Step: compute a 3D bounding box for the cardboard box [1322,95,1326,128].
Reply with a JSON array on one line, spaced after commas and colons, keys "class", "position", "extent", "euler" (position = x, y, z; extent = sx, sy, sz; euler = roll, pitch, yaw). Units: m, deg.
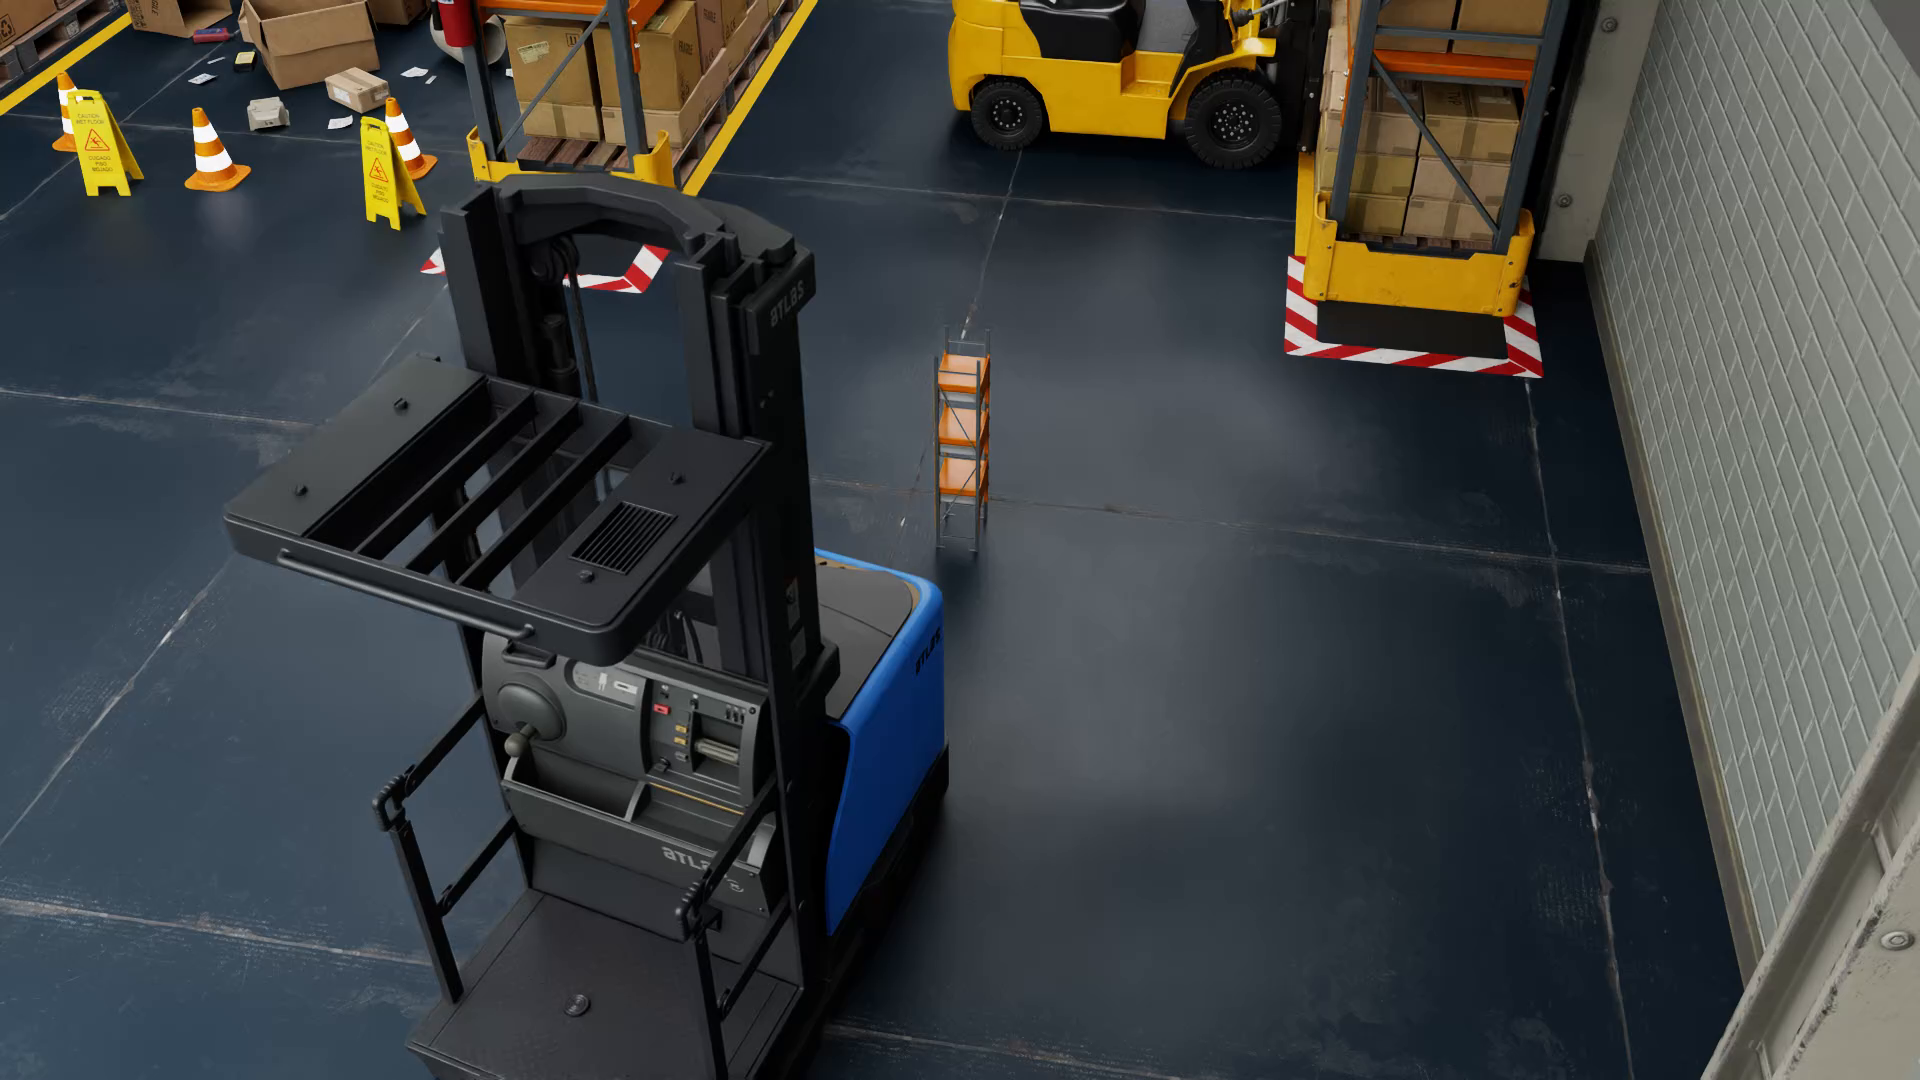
[{"class": "cardboard box", "position": [2.422, -2.526, 9.888], "extent": [0.500, 0.250, 0.500], "euler": [6, 40, 7]}]

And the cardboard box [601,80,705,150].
[{"class": "cardboard box", "position": [-1.929, -2.701, 10.491], "extent": [0.500, 0.250, 0.500], "euler": [6, 40, 7]}]

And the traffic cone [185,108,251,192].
[{"class": "traffic cone", "position": [-4.689, -2.466, 10.370], "extent": [0.336, 0.463, 0.334], "euler": [6, 40, 8]}]

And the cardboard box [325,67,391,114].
[{"class": "cardboard box", "position": [-4.104, -3.069, 11.346], "extent": [0.380, 0.149, 0.250], "euler": [28, 47, 30]}]

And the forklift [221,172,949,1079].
[{"class": "forklift", "position": [-1.083, 0.594, 4.731], "extent": [1.130, 2.935, 3.031], "euler": [15, 42, 17]}]

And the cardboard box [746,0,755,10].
[{"class": "cardboard box", "position": [-1.661, -3.984, 11.454], "extent": [0.500, 0.500, 0.500], "euler": [8, 40, 10]}]

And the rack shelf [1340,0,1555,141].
[{"class": "rack shelf", "position": [2.894, -3.556, 10.262], "extent": [1.077, 0.370, 4.000], "euler": [6, 40, 8]}]

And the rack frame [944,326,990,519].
[{"class": "rack frame", "position": [0.030, -0.515, 7.549], "extent": [0.200, 1.050, 0.008], "euler": [6, 40, 8]}]

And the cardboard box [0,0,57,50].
[{"class": "cardboard box", "position": [-7.032, -3.934, 11.492], "extent": [0.875, 0.875, 0.875], "euler": [6, 40, 7]}]

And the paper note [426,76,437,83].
[{"class": "paper note", "position": [-3.702, -3.223, 11.640], "extent": [0.032, 0.001, 0.123], "euler": [6, 40, 8]}]

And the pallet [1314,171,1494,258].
[{"class": "pallet", "position": [2.639, -1.988, 9.989], "extent": [1.003, 0.211, 1.213], "euler": [6, 40, 8]}]

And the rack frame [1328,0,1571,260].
[{"class": "rack frame", "position": [2.548, -2.578, 8.514], "extent": [1.000, 3.000, 0.127], "euler": [6, 40, 8]}]

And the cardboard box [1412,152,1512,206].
[{"class": "cardboard box", "position": [2.834, -2.145, 9.426], "extent": [0.500, 0.250, 0.500], "euler": [7, 40, 8]}]

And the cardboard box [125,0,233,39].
[{"class": "cardboard box", "position": [-5.800, -4.066, 12.274], "extent": [0.500, 0.500, 0.500], "euler": [13, 41, 15]}]

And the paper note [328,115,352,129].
[{"class": "paper note", "position": [-4.138, -2.792, 11.102], "extent": [0.148, 0.019, 0.142], "euler": [-6, 40, -8]}]

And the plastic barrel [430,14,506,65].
[{"class": "plastic barrel", "position": [-3.475, -3.593, 11.764], "extent": [0.421, 0.421, 0.512], "euler": [-28, 47, -30]}]

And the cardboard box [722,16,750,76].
[{"class": "cardboard box", "position": [-1.752, -3.364, 11.293], "extent": [0.500, 0.250, 0.500], "euler": [9, 40, 11]}]

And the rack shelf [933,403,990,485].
[{"class": "rack shelf", "position": [0.009, -0.430, 7.463], "extent": [0.215, 0.259, 0.240], "euler": [6, 40, 8]}]

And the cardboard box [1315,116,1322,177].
[{"class": "cardboard box", "position": [2.414, -2.321, 10.032], "extent": [0.500, 0.250, 0.500], "euler": [6, 40, 8]}]

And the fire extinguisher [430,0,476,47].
[{"class": "fire extinguisher", "position": [-2.815, -3.072, 9.173], "extent": [0.296, 0.674, 0.183], "euler": [6, 40, 8]}]

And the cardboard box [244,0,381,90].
[{"class": "cardboard box", "position": [-4.531, -3.542, 11.640], "extent": [0.797, 0.503, 0.637], "euler": [-20, 44, -23]}]

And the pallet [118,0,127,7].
[{"class": "pallet", "position": [-6.751, -4.572, 13.115], "extent": [1.003, 0.211, 1.213], "euler": [6, 40, 8]}]

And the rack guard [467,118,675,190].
[{"class": "rack guard", "position": [-2.328, -2.207, 10.028], "extent": [1.175, 0.500, 0.348], "euler": [6, 40, 8]}]

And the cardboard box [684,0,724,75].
[{"class": "cardboard box", "position": [-1.840, -3.334, 10.668], "extent": [0.500, 0.500, 0.500], "euler": [5, 40, 6]}]

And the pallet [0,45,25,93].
[{"class": "pallet", "position": [-7.173, -3.041, 11.263], "extent": [1.003, 0.211, 1.213], "euler": [6, 40, 8]}]

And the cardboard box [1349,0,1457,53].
[{"class": "cardboard box", "position": [2.375, -2.954, 8.891], "extent": [0.500, 0.500, 0.500], "euler": [6, 40, 7]}]

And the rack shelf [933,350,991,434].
[{"class": "rack shelf", "position": [0.009, -0.649, 7.282], "extent": [0.215, 0.259, 0.240], "euler": [6, 40, 8]}]

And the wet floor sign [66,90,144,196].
[{"class": "wet floor sign", "position": [-5.289, -2.462, 10.221], "extent": [0.267, 0.644, 0.232], "euler": [0, 40, 0]}]

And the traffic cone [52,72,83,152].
[{"class": "traffic cone", "position": [-5.744, -2.804, 10.779], "extent": [0.336, 0.463, 0.334], "euler": [6, 40, 8]}]

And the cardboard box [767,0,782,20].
[{"class": "cardboard box", "position": [-1.569, -4.000, 12.062], "extent": [0.500, 0.250, 0.500], "euler": [5, 40, 6]}]

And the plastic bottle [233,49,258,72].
[{"class": "plastic bottle", "position": [-5.083, -3.419, 11.837], "extent": [0.133, 0.061, 0.283], "euler": [-6, 40, -8]}]

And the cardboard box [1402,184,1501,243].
[{"class": "cardboard box", "position": [2.826, -1.967, 9.603], "extent": [0.500, 0.250, 0.500], "euler": [7, 40, 8]}]

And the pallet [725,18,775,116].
[{"class": "pallet", "position": [-1.939, -3.365, 11.655], "extent": [1.003, 0.211, 1.213], "euler": [6, 40, 8]}]

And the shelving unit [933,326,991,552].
[{"class": "shelving unit", "position": [0.009, -0.438, 7.456], "extent": [0.215, 1.050, 0.252], "euler": [6, 40, 8]}]

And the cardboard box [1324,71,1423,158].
[{"class": "cardboard box", "position": [2.321, -2.389, 9.329], "extent": [0.500, 0.250, 0.500], "euler": [8, 40, 9]}]

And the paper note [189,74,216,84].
[{"class": "paper note", "position": [-5.298, -3.231, 11.636], "extent": [0.144, 0.017, 0.142], "euler": [20, 44, 23]}]

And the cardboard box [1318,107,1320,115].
[{"class": "cardboard box", "position": [2.577, -2.962, 10.807], "extent": [0.500, 0.250, 0.500], "euler": [8, 40, 9]}]

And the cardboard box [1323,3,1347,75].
[{"class": "cardboard box", "position": [2.481, -3.028, 10.102], "extent": [0.500, 0.250, 0.500], "euler": [7, 40, 8]}]
